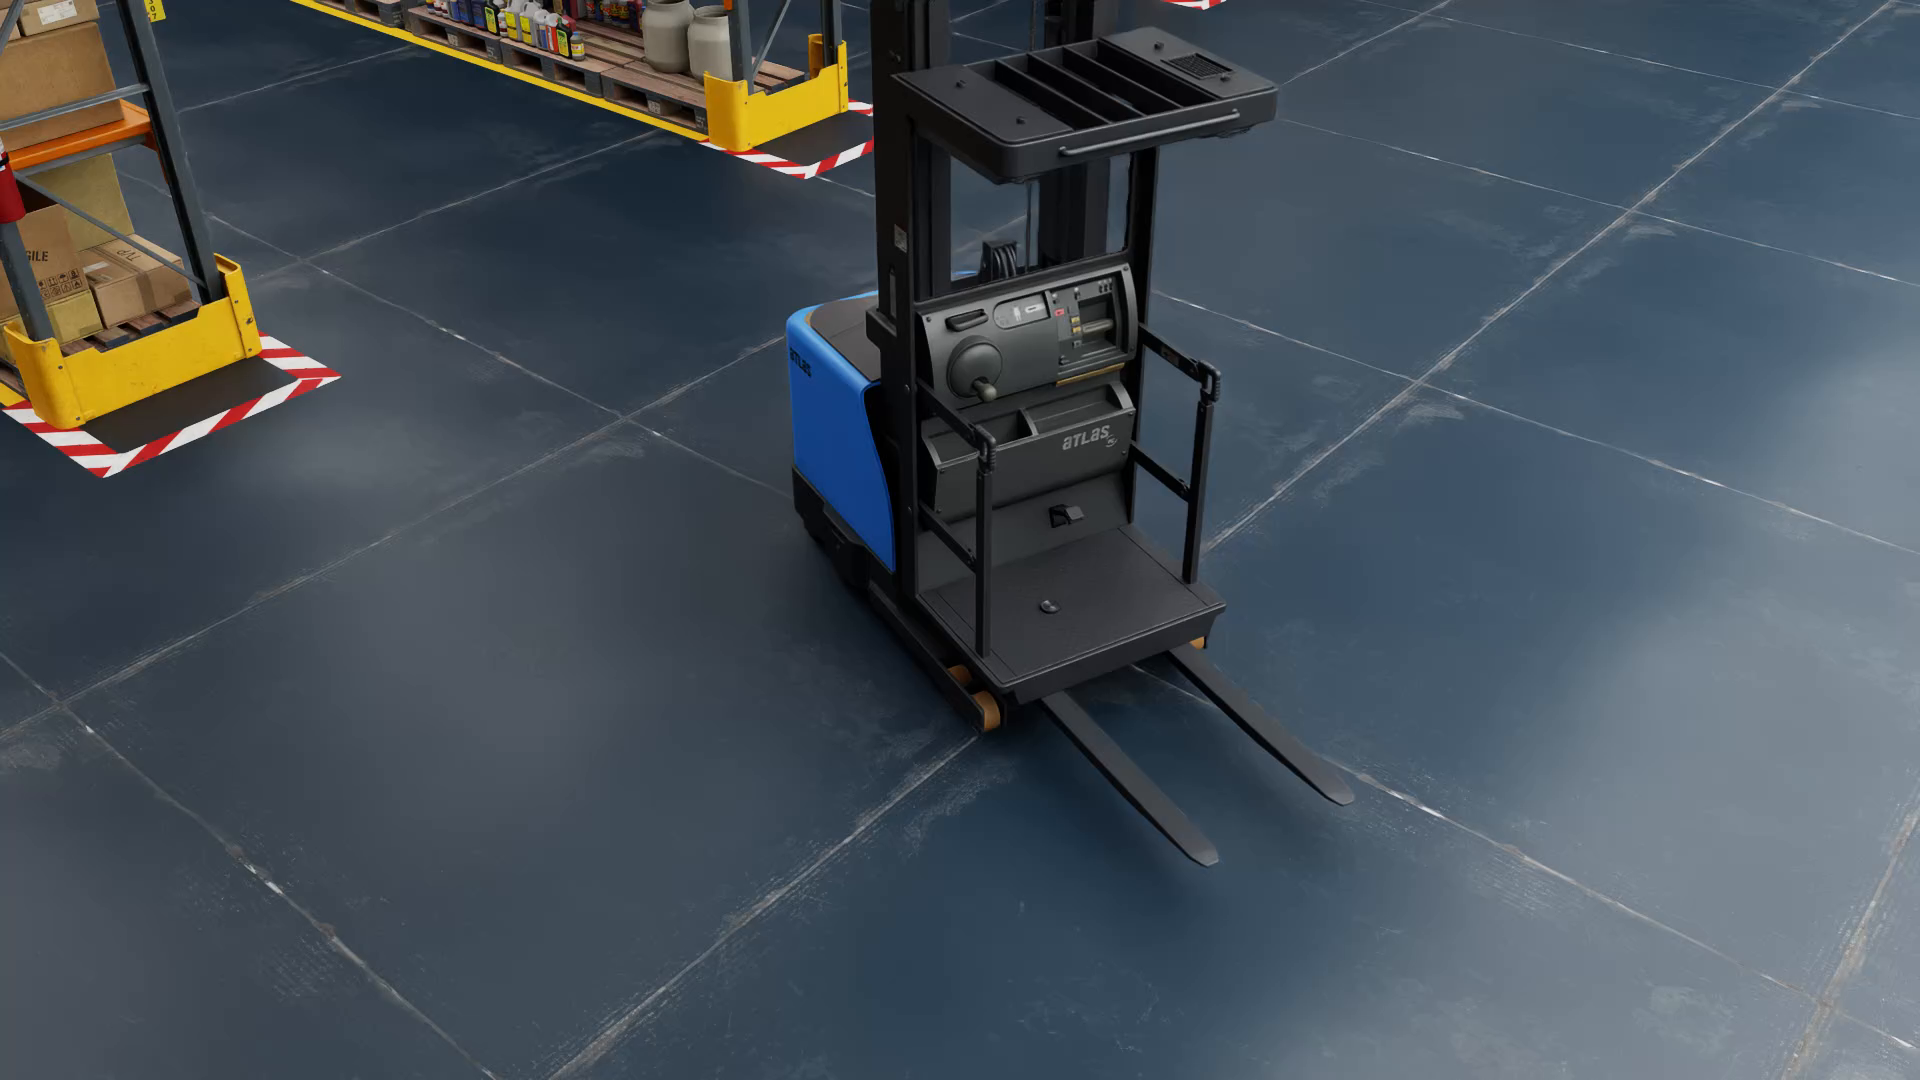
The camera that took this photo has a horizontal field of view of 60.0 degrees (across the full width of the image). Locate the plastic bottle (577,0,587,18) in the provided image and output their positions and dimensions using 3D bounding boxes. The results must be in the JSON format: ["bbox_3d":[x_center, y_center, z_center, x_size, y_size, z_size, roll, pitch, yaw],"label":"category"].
[{"bbox_3d":[-3.102,-4.420,13.554,0.135,0.276,0.152,26,42,33],"label":"plastic bottle"}]

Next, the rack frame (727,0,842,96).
[{"bbox_3d":[-1.225,-4.268,11.315,0.127,3.000,1.000,25,42,32],"label":"rack frame"}]

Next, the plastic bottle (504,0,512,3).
[{"bbox_3d":[-3.712,-4.636,13.802,0.185,0.351,0.144,25,42,32],"label":"plastic bottle"}]

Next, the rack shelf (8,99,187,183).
[{"bbox_3d":[-5.934,-2.542,9.437,4.000,0.370,1.077,25,42,32],"label":"rack shelf"}]

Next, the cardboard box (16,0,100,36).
[{"bbox_3d":[-4.561,-2.659,8.310,0.250,0.149,0.380,25,42,32],"label":"cardboard box"}]

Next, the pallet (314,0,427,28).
[{"bbox_3d":[-4.928,-4.835,14.604,1.213,0.211,1.003,25,42,32],"label":"pallet"}]

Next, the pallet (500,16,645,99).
[{"bbox_3d":[-2.868,-3.864,13.190,1.213,0.211,1.003,25,42,32],"label":"pallet"}]

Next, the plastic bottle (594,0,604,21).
[{"bbox_3d":[-2.915,-4.351,13.457,0.097,0.271,0.097,0,34,0],"label":"plastic bottle"}]

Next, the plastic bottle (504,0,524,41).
[{"bbox_3d":[-3.473,-4.111,13.038,0.185,0.351,0.144,25,42,31],"label":"plastic bottle"}]

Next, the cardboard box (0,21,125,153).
[{"bbox_3d":[-4.748,-2.330,8.405,0.500,0.500,0.700,25,42,32],"label":"cardboard box"}]

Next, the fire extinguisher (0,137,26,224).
[{"bbox_3d":[-4.604,-1.837,7.844,0.183,0.674,0.296,25,42,32],"label":"fire extinguisher"}]

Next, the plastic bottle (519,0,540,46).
[{"bbox_3d":[-3.330,-4.043,12.939,0.185,0.351,0.144,27,43,34],"label":"plastic bottle"}]

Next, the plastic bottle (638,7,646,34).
[{"bbox_3d":[-2.499,-4.125,13.191,0.097,0.201,0.097,0,34,0],"label":"plastic bottle"}]

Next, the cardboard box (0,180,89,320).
[{"bbox_3d":[-5.000,-1.528,8.720,0.500,0.500,0.500,25,42,32],"label":"cardboard box"}]

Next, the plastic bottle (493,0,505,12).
[{"bbox_3d":[-3.662,-4.195,13.230,0.097,0.271,0.097,0,34,0],"label":"plastic bottle"}]

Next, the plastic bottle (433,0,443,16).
[{"bbox_3d":[-4.257,-4.402,13.593,0.097,0.201,0.097,0,34,0],"label":"plastic bottle"}]

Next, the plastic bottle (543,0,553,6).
[{"bbox_3d":[-3.472,-4.629,13.792,0.185,0.351,0.144,23,41,30],"label":"plastic bottle"}]

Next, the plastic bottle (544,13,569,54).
[{"bbox_3d":[-3.093,-3.904,12.803,0.135,0.276,0.152,26,42,32],"label":"plastic bottle"}]

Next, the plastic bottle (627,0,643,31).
[{"bbox_3d":[-2.581,-4.212,13.244,0.133,0.283,0.061,26,42,33],"label":"plastic bottle"}]

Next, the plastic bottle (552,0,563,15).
[{"bbox_3d":[-3.270,-4.430,13.562,0.133,0.283,0.061,25,42,32],"label":"plastic bottle"}]

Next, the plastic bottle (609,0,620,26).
[{"bbox_3d":[-2.759,-4.277,13.350,0.097,0.271,0.097,0,34,0],"label":"plastic bottle"}]

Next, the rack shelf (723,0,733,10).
[{"bbox_3d":[-2.762,-4.696,12.573,4.000,0.370,1.077,25,42,32],"label":"rack shelf"}]

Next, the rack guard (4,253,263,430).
[{"bbox_3d":[-4.379,-1.075,8.874,0.348,0.500,1.175,25,42,32],"label":"rack guard"}]

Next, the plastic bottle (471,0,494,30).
[{"bbox_3d":[-3.799,-4.265,13.262,0.185,0.351,0.144,23,41,30],"label":"plastic bottle"}]

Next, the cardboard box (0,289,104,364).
[{"bbox_3d":[-4.998,-1.220,8.934,0.500,0.250,0.500,25,42,32],"label":"cardboard box"}]

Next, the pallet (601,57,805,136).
[{"bbox_3d":[-1.935,-3.422,12.546,1.213,0.211,1.003,25,42,32],"label":"pallet"}]

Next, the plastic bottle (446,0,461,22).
[{"bbox_3d":[-4.069,-4.364,13.472,0.135,0.276,0.152,27,43,33],"label":"plastic bottle"}]

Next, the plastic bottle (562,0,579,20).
[{"bbox_3d":[-3.169,-4.377,13.484,0.133,0.283,0.061,25,42,32],"label":"plastic bottle"}]

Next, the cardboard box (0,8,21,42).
[{"bbox_3d":[-4.813,-2.478,8.048,0.250,0.149,0.380,24,41,31],"label":"cardboard box"}]

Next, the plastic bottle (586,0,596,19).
[{"bbox_3d":[-2.993,-4.359,13.530,0.097,0.201,0.097,0,34,0],"label":"plastic bottle"}]

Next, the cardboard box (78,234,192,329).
[{"bbox_3d":[-4.667,-1.445,9.262,0.500,0.250,0.500,25,42,32],"label":"cardboard box"}]

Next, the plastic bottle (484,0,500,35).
[{"bbox_3d":[-3.699,-4.159,13.167,0.133,0.283,0.061,27,43,34],"label":"plastic bottle"}]

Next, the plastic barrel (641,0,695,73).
[{"bbox_3d":[-2.165,-3.802,12.463,0.421,0.512,0.421,0,34,0],"label":"plastic barrel"}]

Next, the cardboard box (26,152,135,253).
[{"bbox_3d":[-5.053,-1.934,9.312,0.500,0.500,0.500,25,42,32],"label":"cardboard box"}]

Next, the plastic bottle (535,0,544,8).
[{"bbox_3d":[-3.548,-4.524,13.706,0.135,0.276,0.152,25,42,32],"label":"plastic bottle"}]

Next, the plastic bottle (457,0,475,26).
[{"bbox_3d":[-3.944,-4.333,13.361,0.185,0.351,0.144,26,42,33],"label":"plastic bottle"}]

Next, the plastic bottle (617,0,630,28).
[{"bbox_3d":[-2.682,-4.241,13.297,0.097,0.271,0.097,0,34,0],"label":"plastic bottle"}]

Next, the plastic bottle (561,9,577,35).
[{"bbox_3d":[-3.026,-3.954,12.868,0.133,0.283,0.061,25,42,32],"label":"plastic bottle"}]

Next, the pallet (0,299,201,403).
[{"bbox_3d":[-5.012,-1.224,9.345,1.213,0.211,1.003,25,42,32],"label":"pallet"}]

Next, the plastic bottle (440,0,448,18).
[{"bbox_3d":[-4.178,-4.365,13.539,0.097,0.201,0.097,0,34,0],"label":"plastic bottle"}]

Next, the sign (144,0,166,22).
[{"bbox_3d":[-4.038,-2.743,8.260,0.005,0.325,0.100,25,42,32],"label":"sign"}]

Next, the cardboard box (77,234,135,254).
[{"bbox_3d":[-5.054,-1.624,9.523,0.500,0.250,0.500,25,42,32],"label":"cardboard box"}]

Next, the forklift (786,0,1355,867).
[{"bbox_3d":[0.385,-0.738,6.235,1.130,2.935,3.031,-18,38,-24],"label":"forklift"}]

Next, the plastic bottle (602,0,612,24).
[{"bbox_3d":[-2.836,-4.284,13.422,0.097,0.201,0.097,0,34,0],"label":"plastic bottle"}]

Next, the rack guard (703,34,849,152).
[{"bbox_3d":[-1.314,-3.244,12.033,0.348,0.500,1.175,25,42,32],"label":"rack guard"}]

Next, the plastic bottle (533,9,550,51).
[{"bbox_3d":[-3.200,-3.954,12.876,0.135,0.276,0.152,24,41,31],"label":"plastic bottle"}]

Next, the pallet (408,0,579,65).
[{"bbox_3d":[-3.810,-4.306,13.833,1.213,0.211,1.003,25,42,32],"label":"pallet"}]

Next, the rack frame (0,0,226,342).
[{"bbox_3d":[-4.397,-2.114,8.179,0.127,3.000,1.000,25,42,32],"label":"rack frame"}]

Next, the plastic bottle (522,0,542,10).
[{"bbox_3d":[-3.397,-4.154,13.166,0.135,0.276,0.152,25,42,32],"label":"plastic bottle"}]

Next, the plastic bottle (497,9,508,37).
[{"bbox_3d":[-3.597,-4.091,13.140,0.097,0.201,0.097,0,34,0],"label":"plastic bottle"}]

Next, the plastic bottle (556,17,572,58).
[{"bbox_3d":[-3.018,-3.838,12.700,0.133,0.283,0.061,26,42,33],"label":"plastic bottle"}]

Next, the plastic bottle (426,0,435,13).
[{"bbox_3d":[-4.335,-4.467,13.627,0.097,0.271,0.097,0,34,0],"label":"plastic bottle"}]

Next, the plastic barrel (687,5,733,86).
[{"bbox_3d":[-1.780,-3.621,12.199,0.421,0.512,0.421,0,34,0],"label":"plastic barrel"}]

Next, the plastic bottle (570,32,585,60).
[{"bbox_3d":[-2.917,-3.770,12.673,0.097,0.201,0.097,0,34,0],"label":"plastic bottle"}]

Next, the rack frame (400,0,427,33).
[{"bbox_3d":[-4.299,-5.717,13.425,0.127,3.000,1.000,25,42,32],"label":"rack frame"}]
